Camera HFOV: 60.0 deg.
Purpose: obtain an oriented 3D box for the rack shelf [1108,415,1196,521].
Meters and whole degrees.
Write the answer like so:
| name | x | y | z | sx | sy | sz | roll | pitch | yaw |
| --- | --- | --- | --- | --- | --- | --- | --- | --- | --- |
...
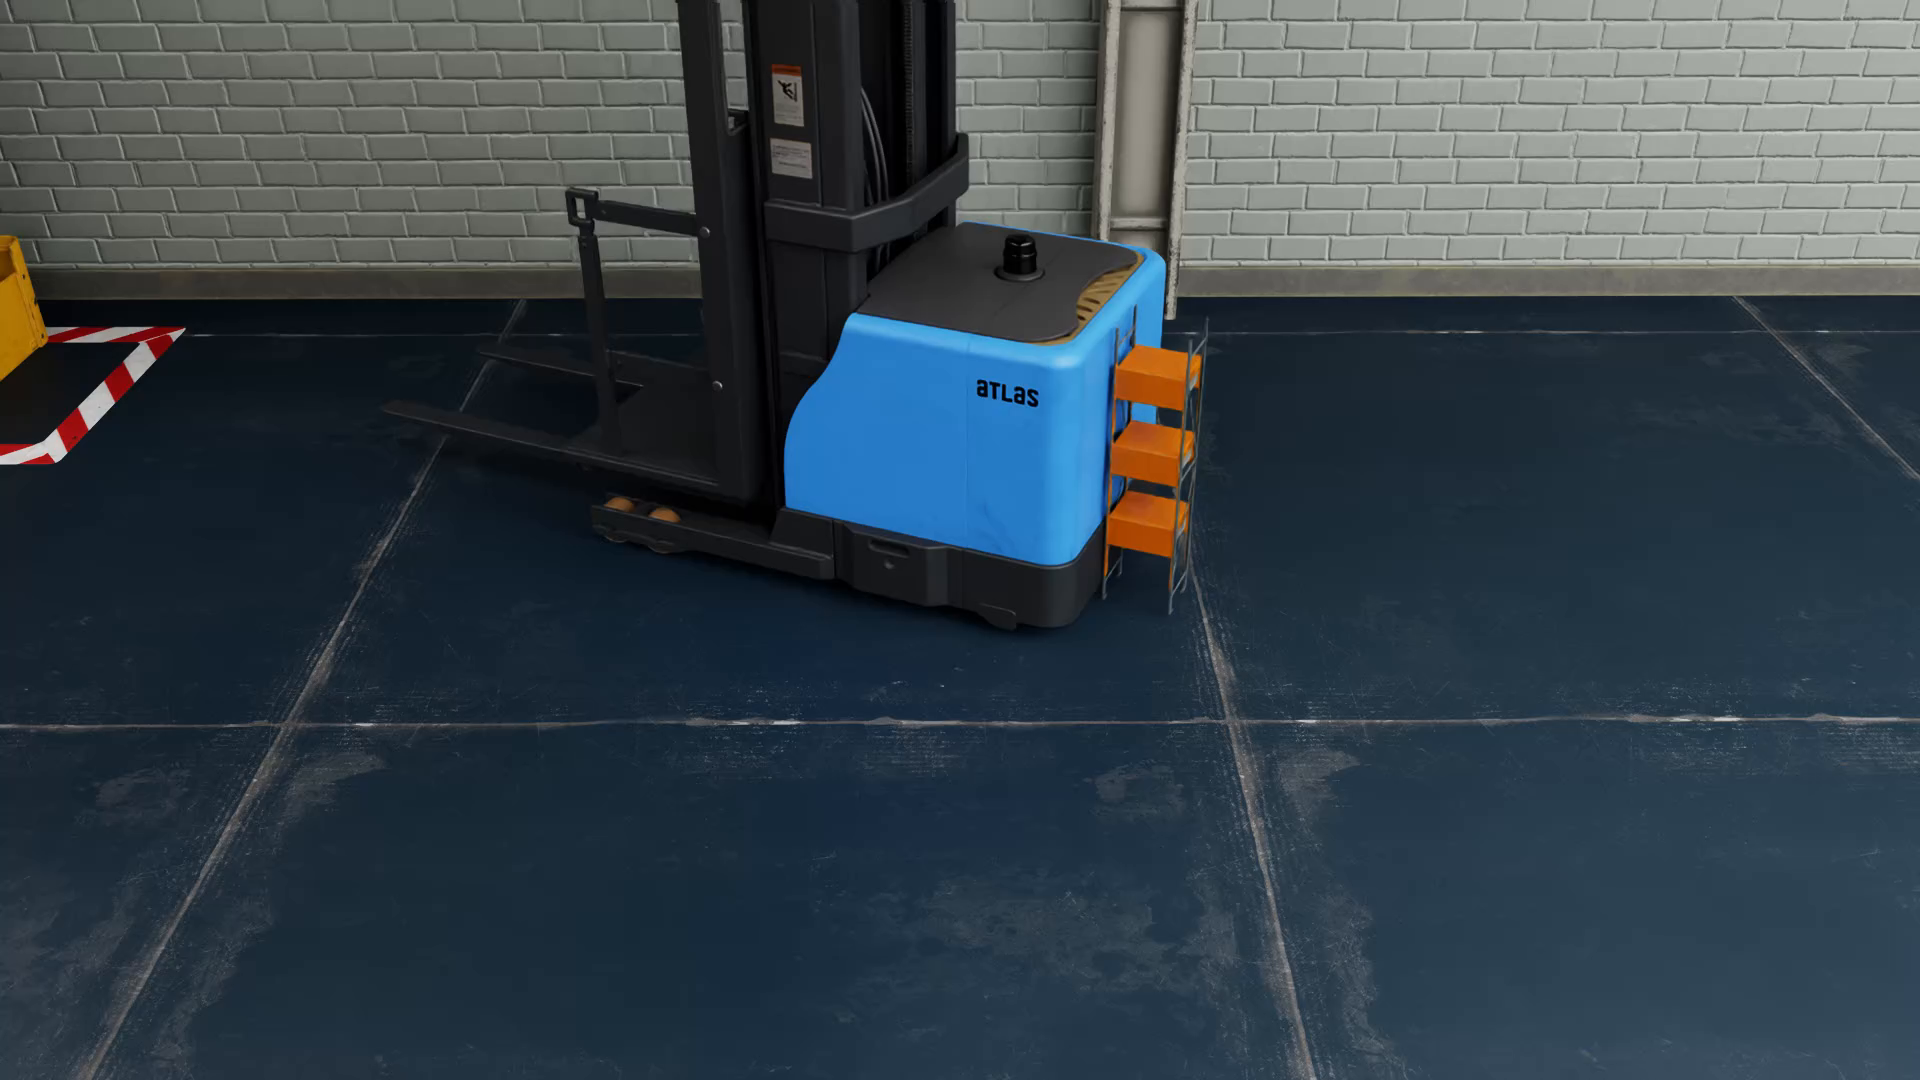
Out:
| name | x | y | z | sx | sy | sz | roll | pitch | yaw |
| --- | --- | --- | --- | --- | --- | --- | --- | --- | --- |
| rack shelf | 0.657 | -0.247 | 5.665 | 0.240 | 0.259 | 0.215 | 13 | 33 | 20 |

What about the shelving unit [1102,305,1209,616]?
| name | x | y | z | sx | sy | sz | roll | pitch | yaw |
| --- | --- | --- | --- | --- | --- | --- | --- | --- | --- |
| shelving unit | 0.657 | -0.256 | 5.660 | 0.252 | 1.050 | 0.215 | 13 | 33 | 20 |

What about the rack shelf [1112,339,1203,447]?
| name | x | y | z | sx | sy | sz | roll | pitch | yaw |
| --- | --- | --- | --- | --- | --- | --- | --- | --- | --- |
| rack shelf | 0.657 | -0.490 | 5.518 | 0.240 | 0.259 | 0.215 | 13 | 33 | 20 |

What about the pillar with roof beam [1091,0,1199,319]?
| name | x | y | z | sx | sy | sz | roll | pitch | yaw |
| --- | --- | --- | --- | --- | --- | --- | --- | --- | --- |
| pillar with roof beam | 0.863 | -2.755 | 2.116 | 0.400 | 9.000 | 9.100 | 0 | 31 | 0 |

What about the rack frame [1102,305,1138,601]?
| name | x | y | z | sx | sy | sz | roll | pitch | yaw |
| --- | --- | --- | --- | --- | --- | --- | --- | --- | --- |
| rack frame | 0.545 | -0.281 | 5.701 | 0.008 | 1.050 | 0.200 | 13 | 33 | 20 |

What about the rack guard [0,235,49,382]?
| name | x | y | z | sx | sy | sz | roll | pitch | yaw |
| --- | --- | --- | --- | --- | --- | --- | --- | --- | --- |
| rack guard | -4.437 | -0.871 | 7.203 | 0.348 | 0.500 | 1.175 | 0 | 31 | 0 |

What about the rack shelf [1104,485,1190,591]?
| name | x | y | z | sx | sy | sz | roll | pitch | yaw |
| --- | --- | --- | --- | --- | --- | --- | --- | --- | --- |
| rack shelf | 0.657 | -0.009 | 5.810 | 0.240 | 0.259 | 0.215 | 13 | 33 | 20 |

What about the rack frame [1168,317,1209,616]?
| name | x | y | z | sx | sy | sz | roll | pitch | yaw |
| --- | --- | --- | --- | --- | --- | --- | --- | --- | --- |
| rack frame | 0.769 | -0.231 | 5.618 | 0.008 | 1.050 | 0.200 | 13 | 33 | 20 |

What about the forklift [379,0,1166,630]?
| name | x | y | z | sx | sy | sz | roll | pitch | yaw |
| --- | --- | --- | --- | --- | --- | --- | --- | --- | --- |
| forklift | -0.823 | -1.439 | 5.795 | 3.031 | 2.935 | 1.130 | 13 | 33 | 20 |
